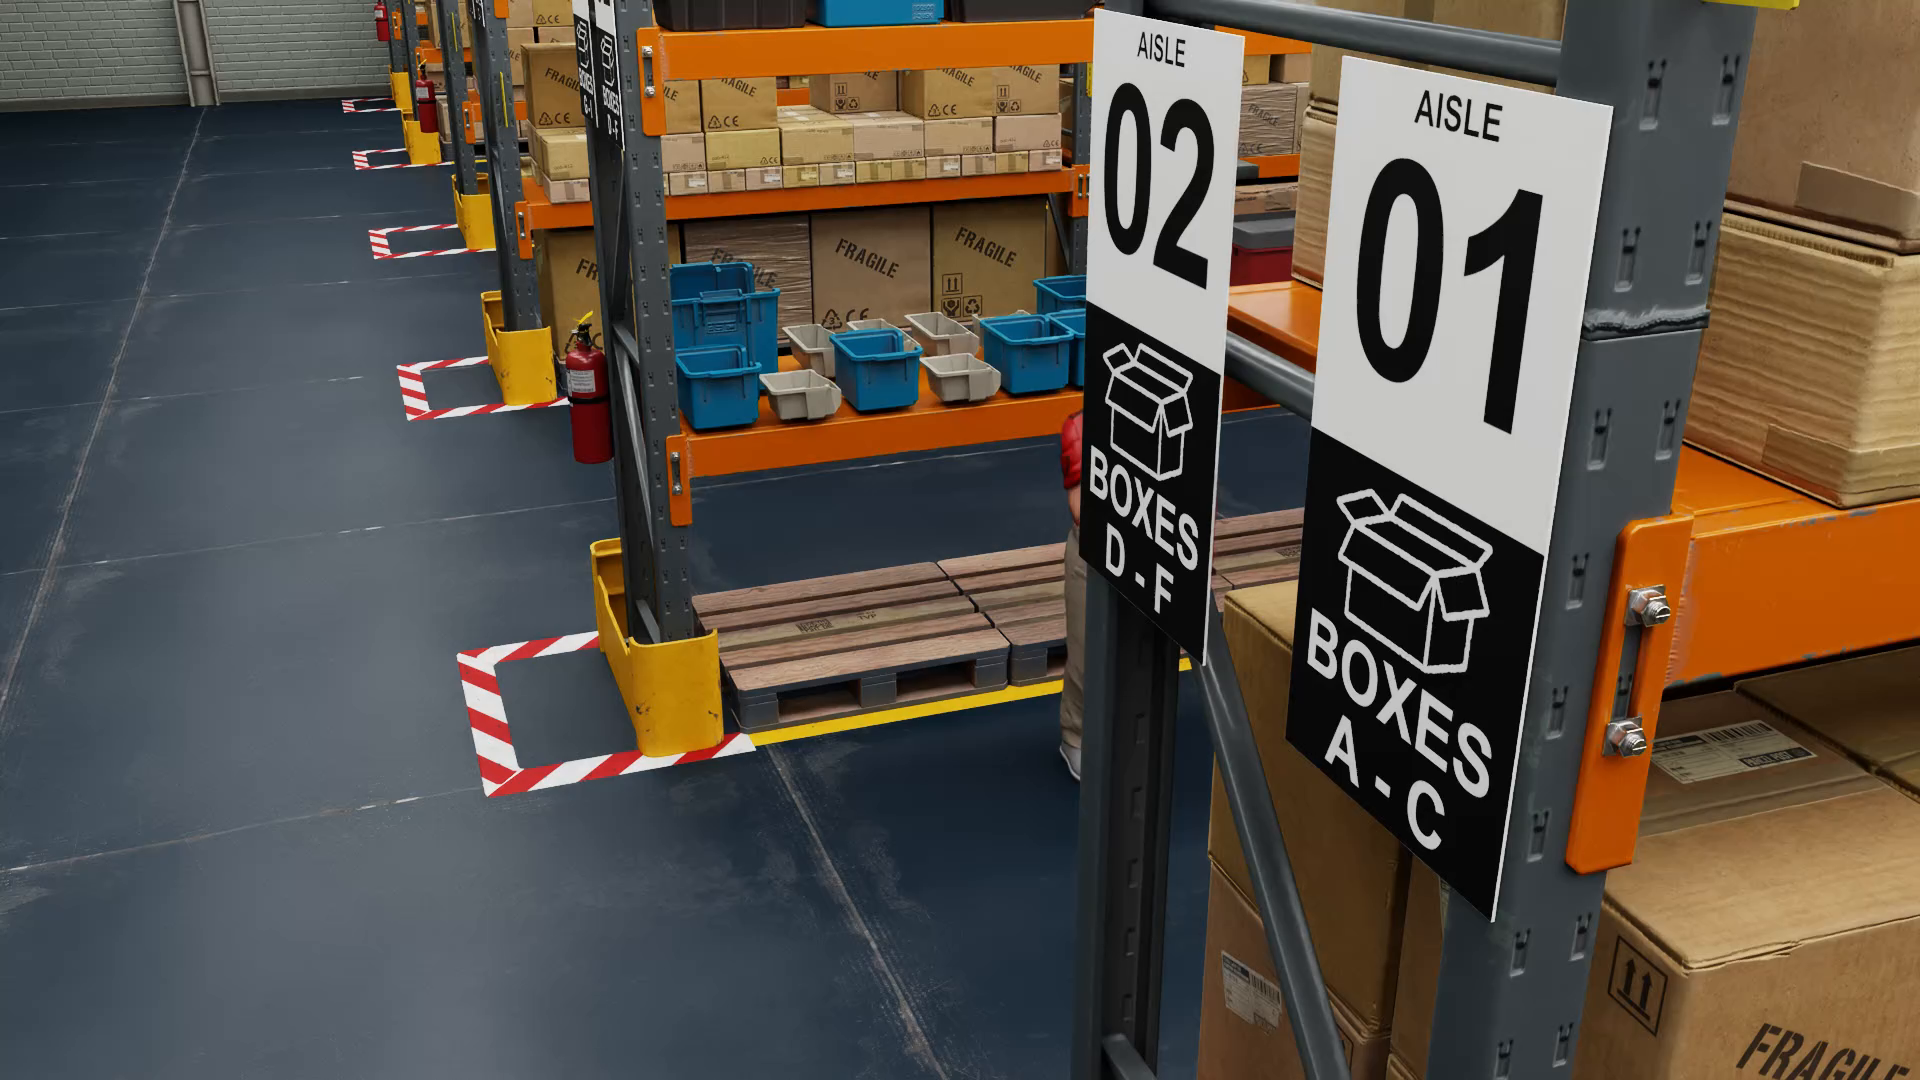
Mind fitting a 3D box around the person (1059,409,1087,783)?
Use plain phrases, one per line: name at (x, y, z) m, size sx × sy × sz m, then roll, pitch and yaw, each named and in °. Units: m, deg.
person at (0.657, 0.116, 6.339) m, size 0.504 × 1.719 × 0.535 m, roll -8°, pitch 24°, yaw -19°
